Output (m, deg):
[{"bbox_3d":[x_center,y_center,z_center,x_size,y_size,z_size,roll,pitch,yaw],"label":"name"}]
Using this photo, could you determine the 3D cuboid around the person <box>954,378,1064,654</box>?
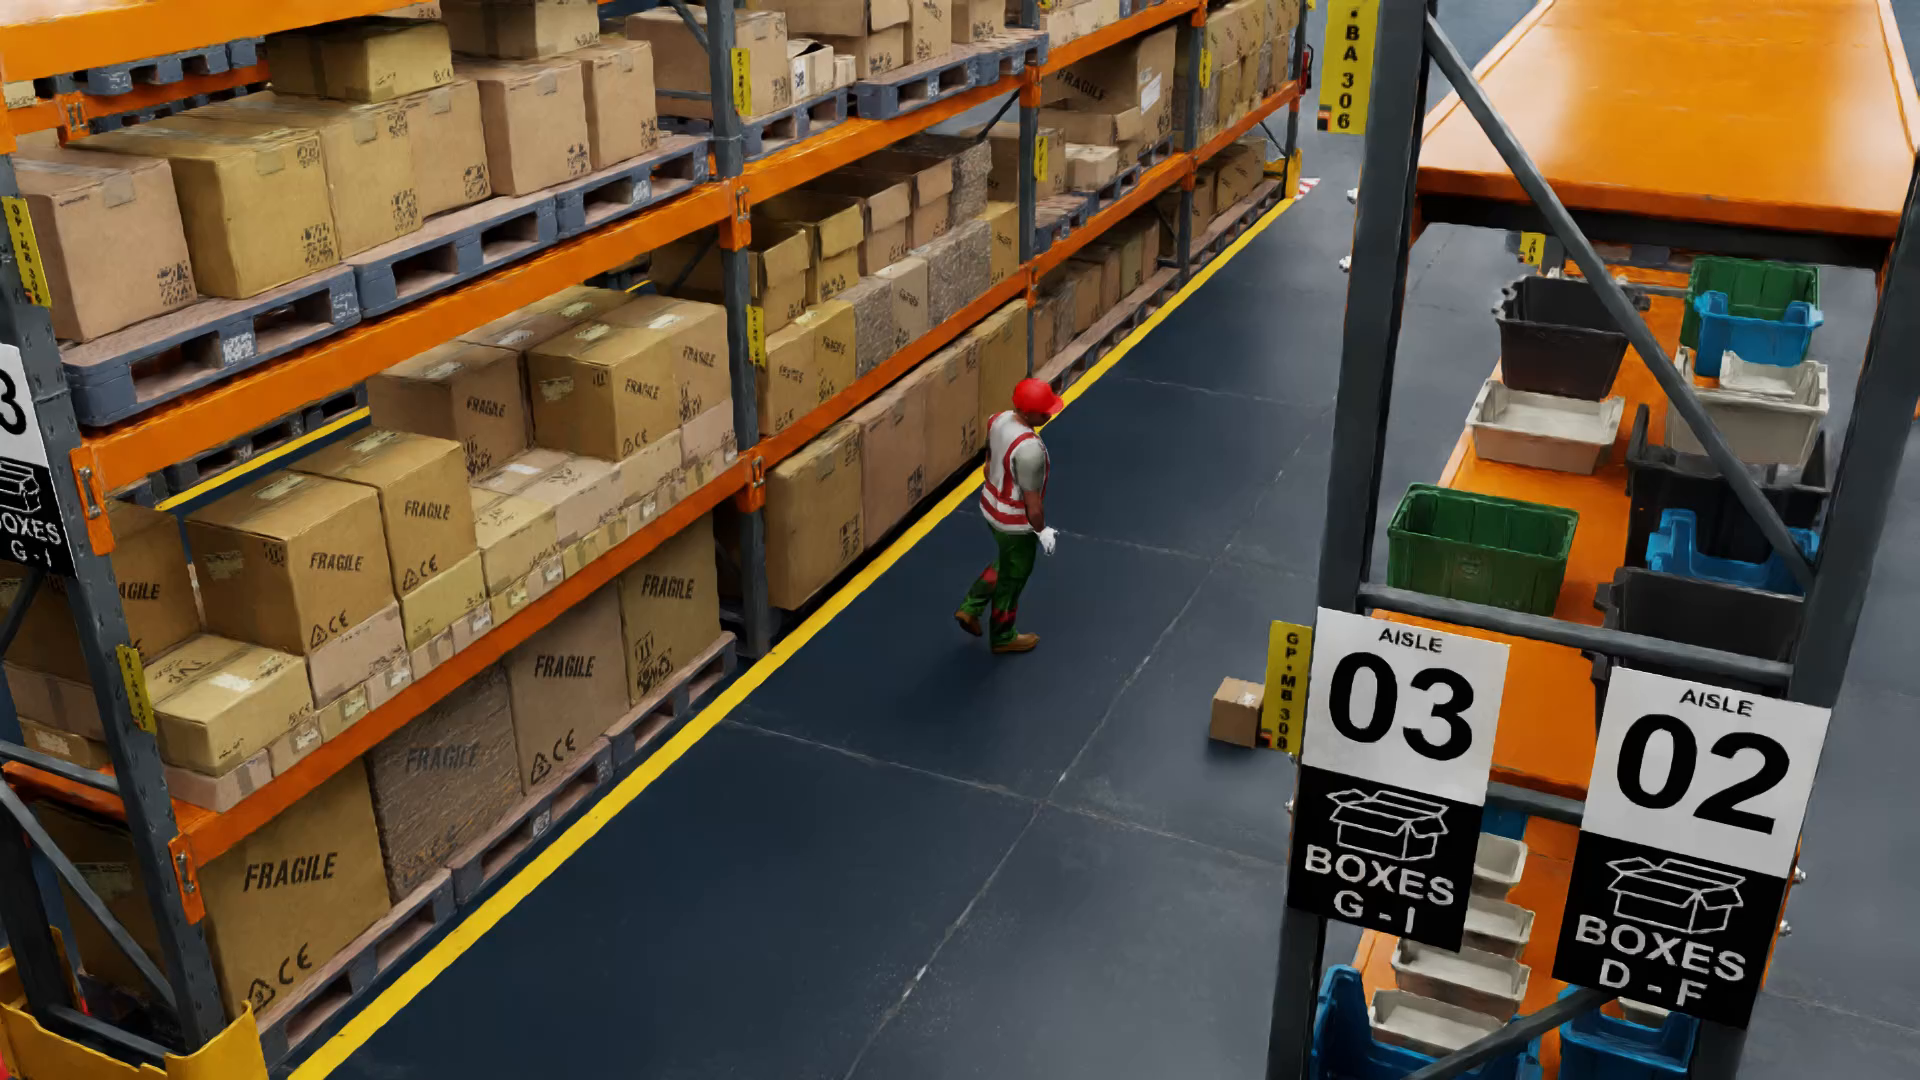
[{"bbox_3d":[0.267,-0.107,9.309,0.497,1.765,0.613,-10,28,-20],"label":"person"}]
